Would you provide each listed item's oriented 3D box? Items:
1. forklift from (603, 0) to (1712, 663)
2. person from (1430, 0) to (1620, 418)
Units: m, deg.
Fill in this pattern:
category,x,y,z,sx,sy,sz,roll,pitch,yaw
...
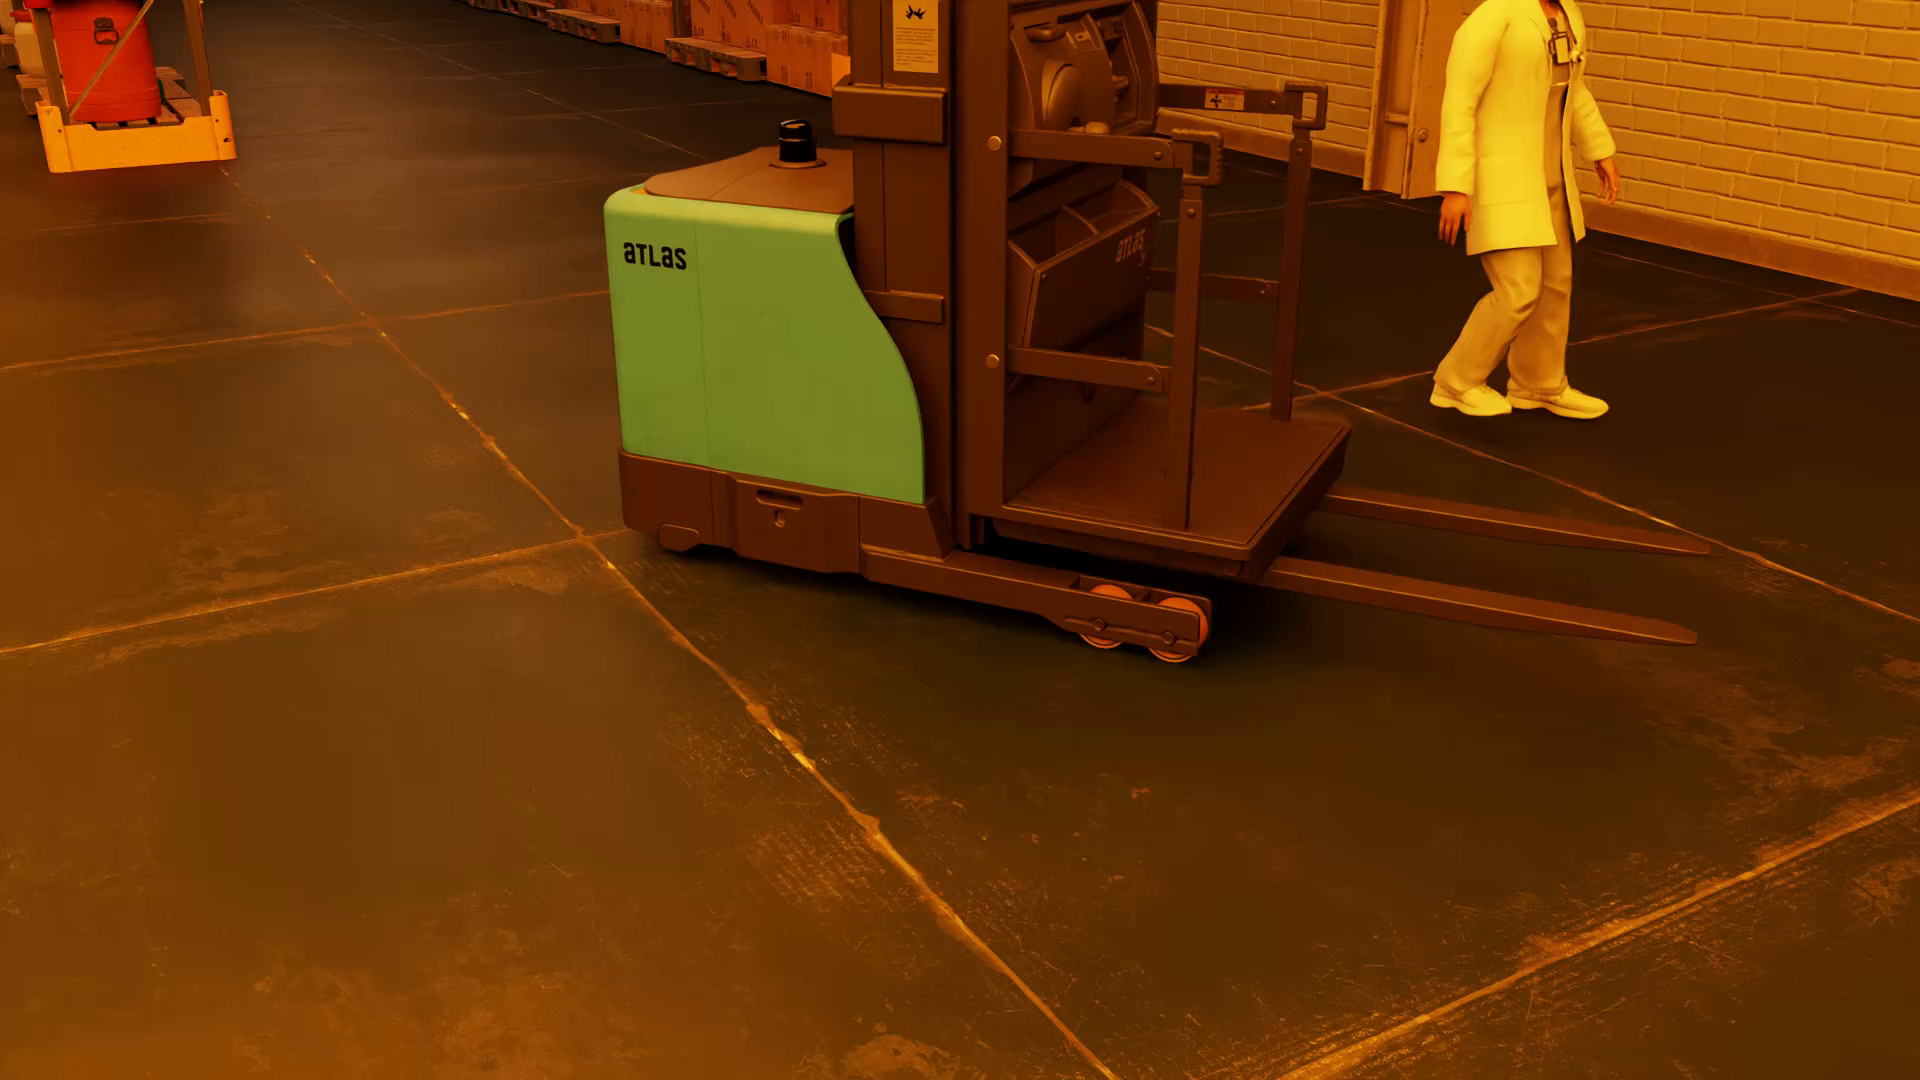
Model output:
category,x,y,z,sx,sy,sz,roll,pitch,yaw
forklift,0.527,-1.265,4.357,3.031,2.935,1.130,10,24,23
person,1.971,-1.238,5.764,0.817,1.763,0.443,-17,28,-35
